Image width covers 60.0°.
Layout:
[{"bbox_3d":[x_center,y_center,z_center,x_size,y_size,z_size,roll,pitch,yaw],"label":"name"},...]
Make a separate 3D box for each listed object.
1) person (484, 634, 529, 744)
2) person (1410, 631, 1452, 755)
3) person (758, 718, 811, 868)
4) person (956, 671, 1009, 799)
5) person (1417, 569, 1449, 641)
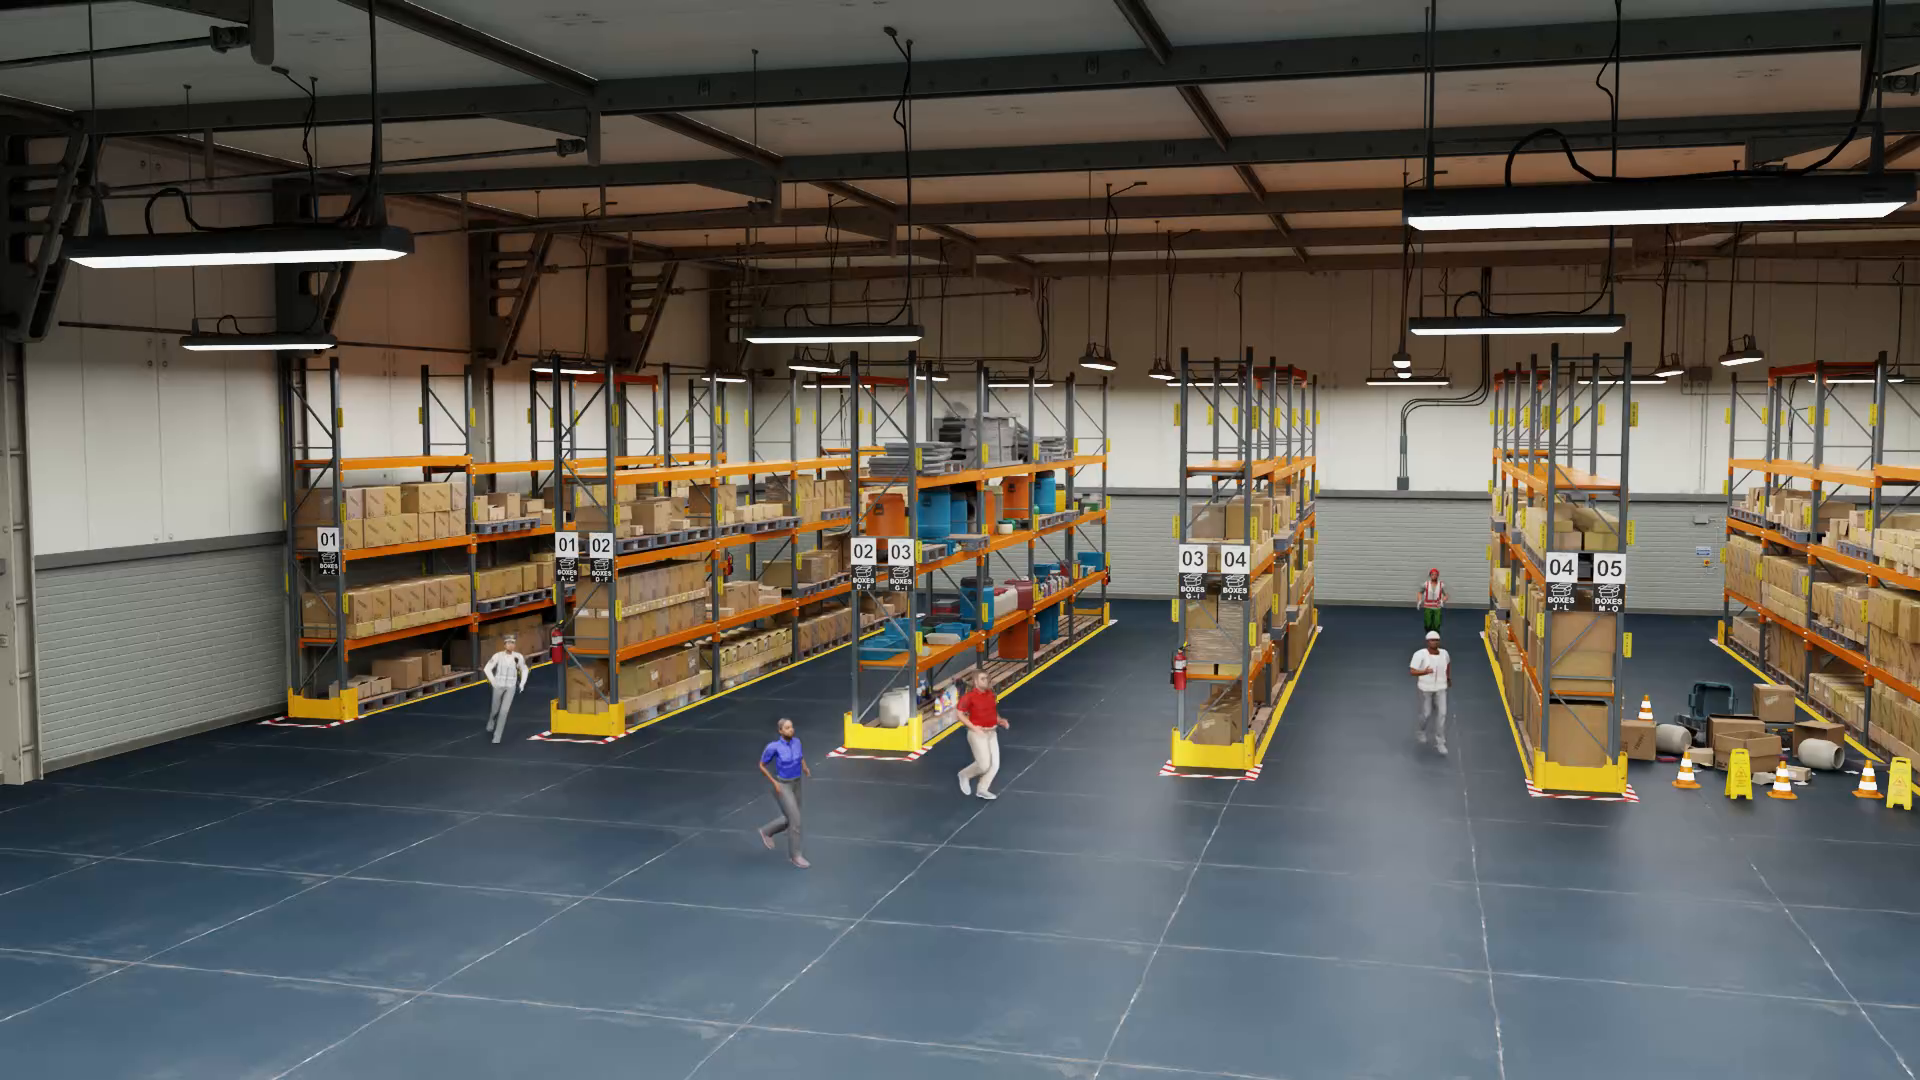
[{"bbox_3d":[-7.041,2.284,25.856,0.674,1.642,0.782,-1,4,-18],"label":"person"},{"bbox_3d":[7.085,2.255,24.972,0.673,1.785,0.887,0,4,-1],"label":"person"},{"bbox_3d":[-1.966,2.818,18.744,0.773,1.658,0.574,4,5,40],"label":"person"},{"bbox_3d":[0.296,2.560,21.821,0.622,1.673,0.660,4,6,44],"label":"person"},{"bbox_3d":[10.258,1.488,36.049,0.668,1.738,0.597,1,4,14],"label":"person"}]
